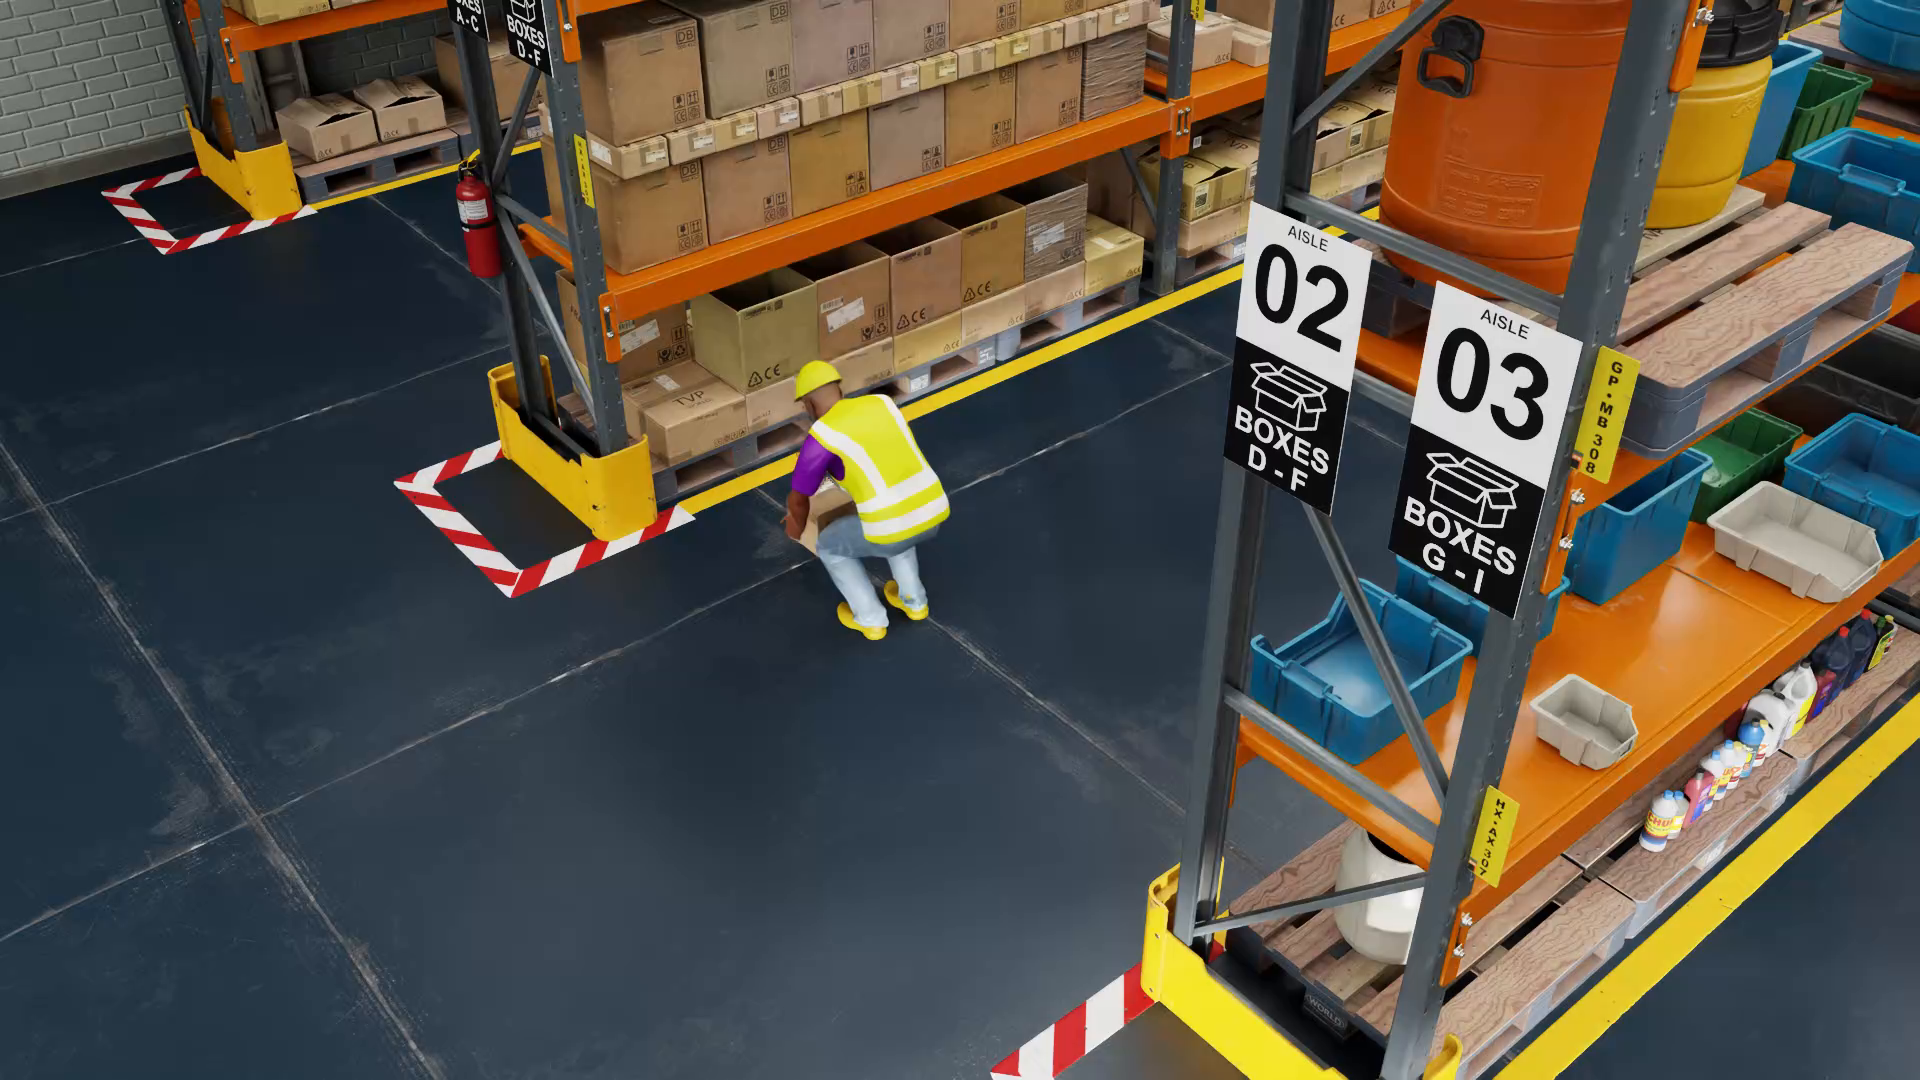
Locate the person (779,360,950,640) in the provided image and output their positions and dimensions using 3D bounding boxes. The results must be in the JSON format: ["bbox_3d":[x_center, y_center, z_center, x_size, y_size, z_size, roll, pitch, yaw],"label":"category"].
[{"bbox_3d":[-0.451,-0.166,7.725,0.626,1.260,0.823,-26,43,-32],"label":"person"}]
